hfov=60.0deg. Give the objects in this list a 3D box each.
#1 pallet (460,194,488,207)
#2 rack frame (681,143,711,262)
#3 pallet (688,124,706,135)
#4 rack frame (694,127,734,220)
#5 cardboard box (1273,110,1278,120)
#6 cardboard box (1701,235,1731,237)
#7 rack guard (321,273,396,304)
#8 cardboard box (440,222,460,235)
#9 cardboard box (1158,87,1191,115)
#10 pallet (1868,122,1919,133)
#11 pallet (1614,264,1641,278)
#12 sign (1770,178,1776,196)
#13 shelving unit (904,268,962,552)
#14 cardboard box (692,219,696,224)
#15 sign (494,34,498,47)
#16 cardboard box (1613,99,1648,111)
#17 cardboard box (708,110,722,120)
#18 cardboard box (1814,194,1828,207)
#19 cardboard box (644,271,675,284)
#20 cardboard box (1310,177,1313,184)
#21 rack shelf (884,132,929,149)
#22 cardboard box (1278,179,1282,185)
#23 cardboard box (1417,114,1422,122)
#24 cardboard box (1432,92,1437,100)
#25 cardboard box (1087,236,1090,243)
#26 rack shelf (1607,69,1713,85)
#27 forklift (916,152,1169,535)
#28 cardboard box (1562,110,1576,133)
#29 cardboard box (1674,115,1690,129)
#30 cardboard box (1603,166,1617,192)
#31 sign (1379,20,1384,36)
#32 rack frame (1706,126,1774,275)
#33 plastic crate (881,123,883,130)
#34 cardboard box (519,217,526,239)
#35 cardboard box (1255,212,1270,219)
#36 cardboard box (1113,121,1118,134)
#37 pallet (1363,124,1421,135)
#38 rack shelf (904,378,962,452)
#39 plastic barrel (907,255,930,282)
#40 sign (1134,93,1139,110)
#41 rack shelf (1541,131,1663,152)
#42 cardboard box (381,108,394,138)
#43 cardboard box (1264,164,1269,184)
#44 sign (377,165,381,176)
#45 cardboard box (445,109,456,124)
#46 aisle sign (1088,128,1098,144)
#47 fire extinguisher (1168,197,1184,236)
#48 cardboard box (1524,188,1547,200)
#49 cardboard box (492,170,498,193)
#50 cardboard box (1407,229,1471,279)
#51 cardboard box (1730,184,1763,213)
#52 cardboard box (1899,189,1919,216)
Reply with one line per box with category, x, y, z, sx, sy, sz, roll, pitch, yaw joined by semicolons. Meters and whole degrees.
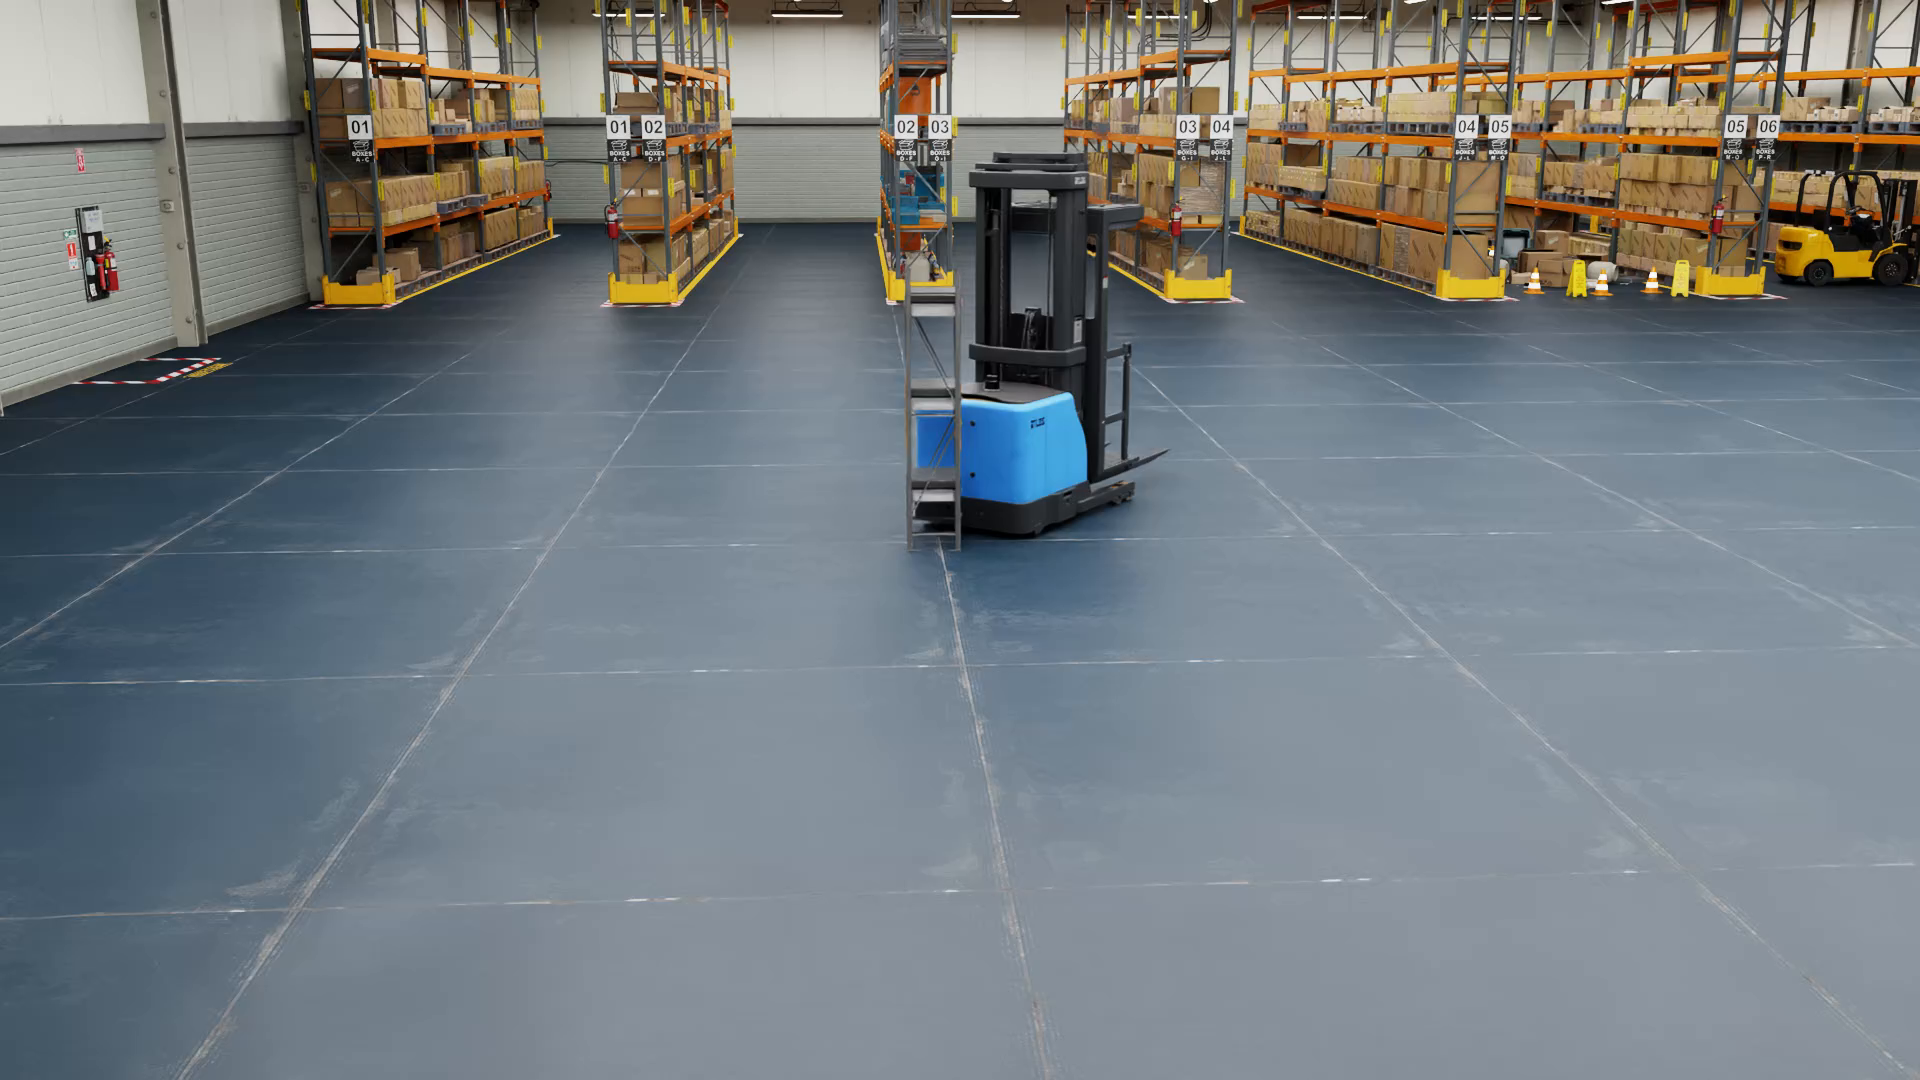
pallet;-10.877;-7.318;35.834;1.213;0.211;1.003;-1;14;-3
rack frame;-6.084;-7.664;36.793;1.000;3.000;0.127;-1;14;-3
pallet;-5.880;-8.580;34.712;1.003;0.211;1.213;0;14;-1
rack frame;-6.580;-9.654;44.526;1.000;3.000;0.127;-1;14;-3
cardboard box;8.209;-10.725;41.968;0.500;0.250;0.500;-1;15;-6
cardboard box;14.377;-5.555;31.767;0.500;0.500;0.500;-1;14;-6
rack guard;-10.537;-4.405;29.145;1.175;0.500;0.348;-1;14;-3
cardboard box;-10.958;-6.631;35.408;0.500;0.250;0.500;-1;14;-2
cardboard box;3.951;-8.095;30.649;0.500;0.500;0.500;-1;14;-3
pallet;18.975;-8.250;33.228;1.003;0.211;1.213;-1;14;-3
pallet;14.019;-5.457;33.813;1.003;0.211;1.213;-1;14;-3
sign;14.732;-6.407;30.171;0.100;0.325;0.005;-1;14;-3
shelving unit;-0.204;-0.987;12.648;0.431;2.100;0.503;0;14;-1
cardboard box;-6.451;-7.527;38.889;0.500;0.250;0.500;-1;14;-4
sign;-12.078;-13.004;43.314;0.100;0.325;0.005;-1;14;-3
cardboard box;13.779;-8.942;34.195;0.500;0.250;0.500;-1;14;-2
cardboard box;-6.114;-10.406;40.727;0.500;0.250;0.500;-1;14;-3
cardboard box;18.567;-7.225;35.389;0.500;0.250;0.500;-1;14;-4
cardboard box;-5.399;-4.683;29.882;0.500;0.250;0.500;-1;14;-3
cardboard box;8.257;-8.275;38.234;0.380;0.149;0.250;0;14;-1
rack shelf;-1.016;-8.346;34.870;1.077;0.370;4.000;-1;14;-3
cardboard box;8.078;-8.839;41.021;0.380;0.149;0.250;-2;15;-6
cardboard box;8.803;-7.917;31.219;0.380;0.149;0.250;-1;14;-3
cardboard box;8.849;-8.116;30.389;0.380;0.149;0.250;-1;14;-2
cardboard box;3.672;-7.604;39.982;1.225;0.875;0.875;-1;14;-5
rack shelf;18.277;-12.094;43.422;1.077;0.370;4.000;-1;14;-3
forklift;0.852;-1.773;14.036;1.130;2.935;3.031;9;17;31
cardboard box;13.743;-9.234;36.676;0.700;0.500;0.500;-1;14;-3
cardboard box;13.823;-7.881;31.320;0.500;0.250;0.500;0;14;-2
cardboard box;13.685;-7.481;34.443;0.500;0.500;0.500;-1;14;-4
sign;9.314;-11.311;36.737;0.100;0.325;0.005;-1;14;-3
rack frame;14.190;-5.979;30.246;1.000;3.000;0.127;-1;14;-3
plastic crate;-1.716;-10.185;40.997;0.450;0.188;0.662;-1;14;-3
cardboard box;-11.220;-7.762;41.347;0.700;0.500;0.500;-1;14;-3
cardboard box;8.081;-8.641;44.273;0.380;0.149;0.250;-2;15;-6
cardboard box;3.610;-8.948;36.063;0.500;0.250;0.500;-1;14;-2
pallet;8.902;-8.460;34.251;0.805;0.209;1.217;-1;15;-6
rack shelf;-0.204;-0.974;12.651;0.431;0.518;0.480;0;14;-1
plastic barrel;-0.761;-4.911;30.243;0.421;0.512;0.421;0;14;0
sign;3.498;-8.705;32.994;0.100;0.325;0.005;-1;14;-3
rack shelf;13.819;-8.576;35.761;1.077;0.370;4.000;-1;14;-3
cardboard box;-10.301;-7.329;29.230;0.500;0.500;0.500;0;14;0
cardboard box;8.140;-9.423;42.834;0.500;0.500;0.500;-1;14;-4
sign;-11.334;-7.143;32.445;0.100;0.325;0.005;-1;14;-3
cardboard box;-11.040;-8.775;34.845;0.797;0.503;0.637;1;14;4
aisle sign;3.603;-11.087;44.880;0.394;0.787;0.004;-1;14;-3
fire extinguisher;3.846;-5.753;29.523;0.296;0.674;0.183;-1;14;-3
cardboard box;13.404;-8.018;38.471;0.500;0.250;0.500;-1;14;-5
cardboard box;-10.855;-8.167;37.912;0.500;0.500;0.500;-1;14;-4
cardboard box;9.091;-5.439;31.565;0.875;0.875;0.875;-1;14;-4
cardboard box;14.438;-6.294;30.671;0.500;0.500;0.500;-1;14;-4
cardboard box;18.755;-6.605;32.477;0.500;0.500;0.500;-1;14;-3
